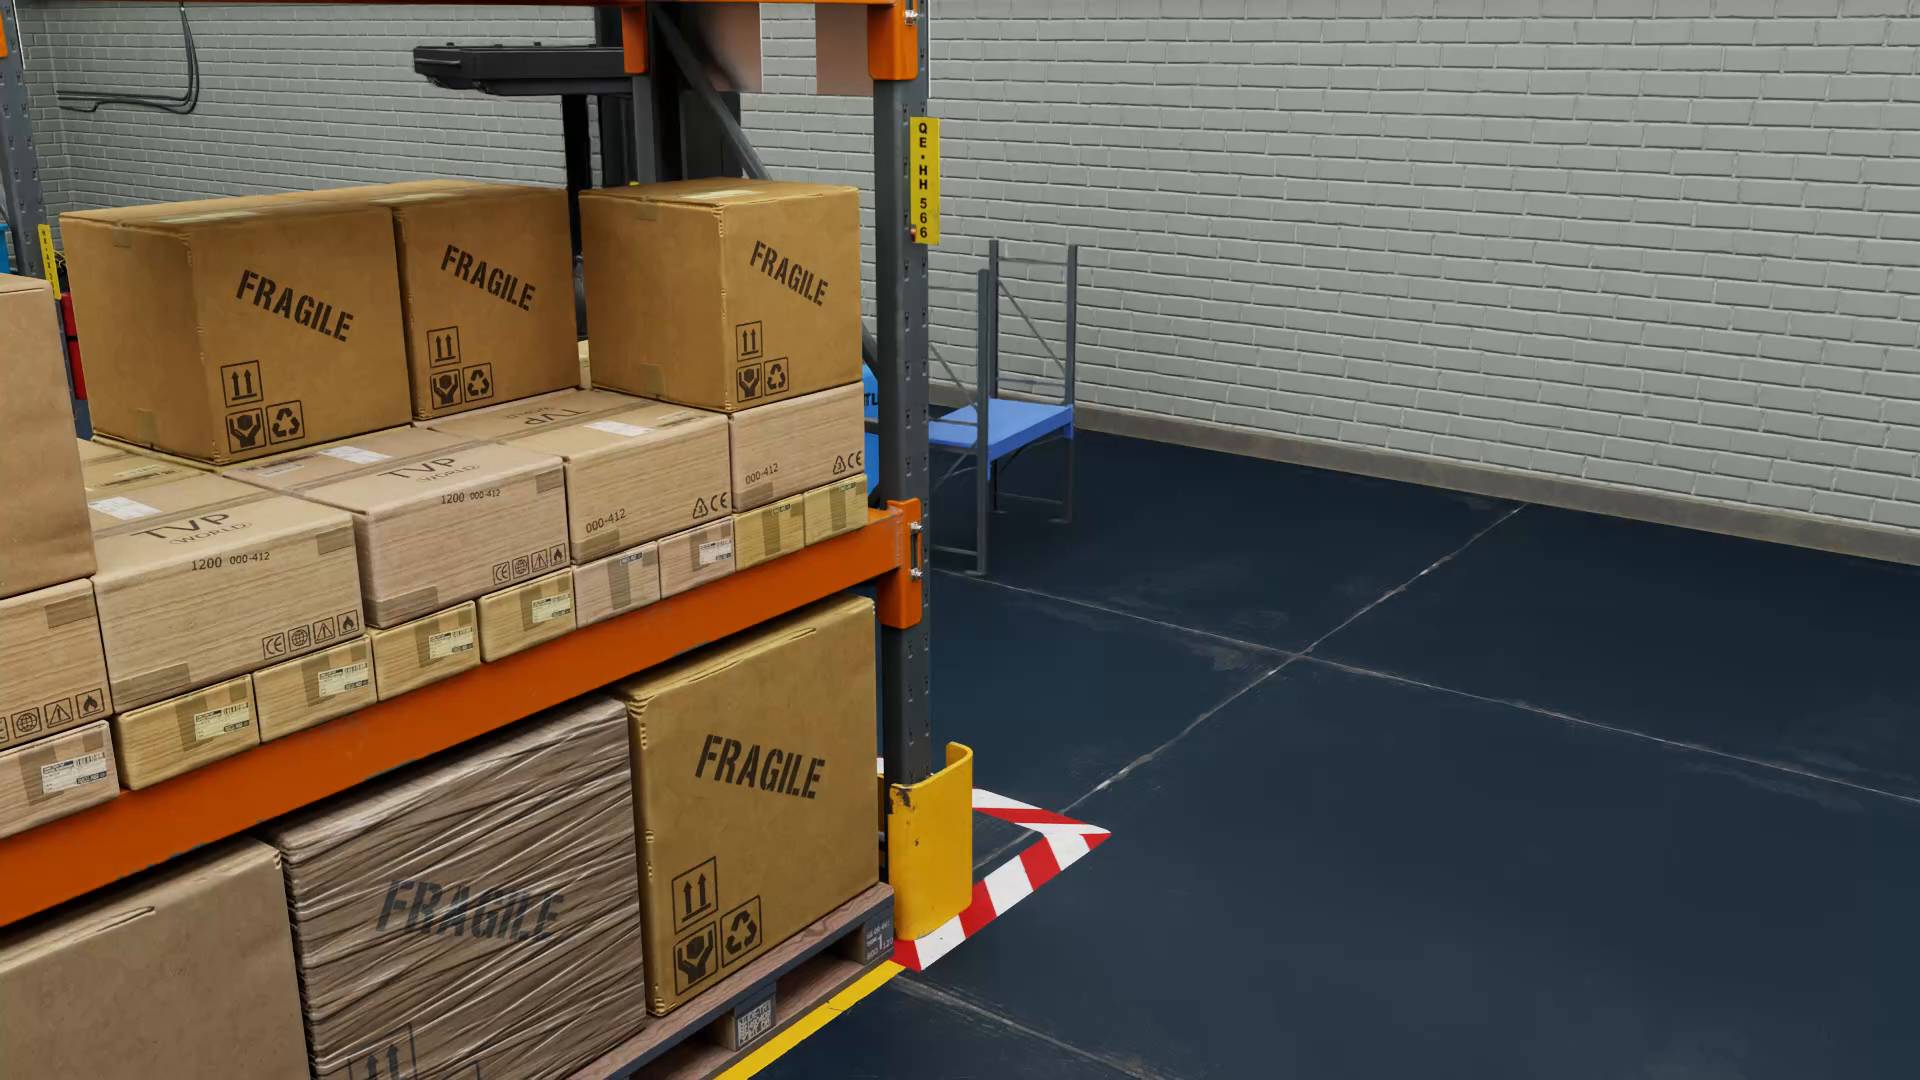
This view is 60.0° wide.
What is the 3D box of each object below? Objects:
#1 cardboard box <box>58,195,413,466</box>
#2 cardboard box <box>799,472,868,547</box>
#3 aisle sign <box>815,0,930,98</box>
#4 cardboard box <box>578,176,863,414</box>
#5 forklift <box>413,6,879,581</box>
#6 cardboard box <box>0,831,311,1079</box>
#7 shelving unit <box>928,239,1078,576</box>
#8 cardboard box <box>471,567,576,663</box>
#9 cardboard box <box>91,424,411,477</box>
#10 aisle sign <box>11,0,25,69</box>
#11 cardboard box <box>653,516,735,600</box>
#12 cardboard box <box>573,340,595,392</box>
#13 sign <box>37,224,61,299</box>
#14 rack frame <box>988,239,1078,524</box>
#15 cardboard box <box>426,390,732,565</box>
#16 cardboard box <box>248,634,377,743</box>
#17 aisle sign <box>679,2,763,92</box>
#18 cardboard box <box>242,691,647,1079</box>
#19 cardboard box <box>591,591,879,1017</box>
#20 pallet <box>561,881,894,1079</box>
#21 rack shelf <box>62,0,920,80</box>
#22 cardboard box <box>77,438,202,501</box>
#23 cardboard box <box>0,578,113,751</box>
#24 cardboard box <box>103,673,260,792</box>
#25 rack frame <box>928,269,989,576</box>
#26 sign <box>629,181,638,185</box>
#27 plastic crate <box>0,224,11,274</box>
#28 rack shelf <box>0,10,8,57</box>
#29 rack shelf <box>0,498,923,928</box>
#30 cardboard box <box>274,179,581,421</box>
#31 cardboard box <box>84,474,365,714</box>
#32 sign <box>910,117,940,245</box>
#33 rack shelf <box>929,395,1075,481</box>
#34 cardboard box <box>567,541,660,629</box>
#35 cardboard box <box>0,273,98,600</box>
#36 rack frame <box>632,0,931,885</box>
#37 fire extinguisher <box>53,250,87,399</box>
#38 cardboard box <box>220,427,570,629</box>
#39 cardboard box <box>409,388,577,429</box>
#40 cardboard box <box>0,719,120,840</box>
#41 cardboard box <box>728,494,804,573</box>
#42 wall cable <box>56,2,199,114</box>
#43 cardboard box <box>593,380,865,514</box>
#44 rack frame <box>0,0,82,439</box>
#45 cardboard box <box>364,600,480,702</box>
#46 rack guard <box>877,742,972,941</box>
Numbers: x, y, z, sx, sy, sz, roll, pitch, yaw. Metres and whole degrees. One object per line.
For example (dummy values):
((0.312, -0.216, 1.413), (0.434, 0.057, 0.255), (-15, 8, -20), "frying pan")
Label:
((-1.627, -0.495, 3.766), (0.500, 0.500, 0.500), (12, 21, 33), "cardboard box")
((-0.470, -0.113, 4.475), (0.380, 0.149, 0.250), (13, 21, 36), "cardboard box")
((-0.238, -1.582, 4.397), (0.394, 0.787, 0.004), (12, 21, 35), "aisle sign")
((-0.601, -0.642, 4.242), (0.500, 0.500, 0.500), (13, 21, 35), "cardboard box")
((-1.763, -1.126, 7.427), (3.031, 2.935, 1.130), (-10, 20, -28), "forklift")
((-1.912, 1.033, 3.234), (0.875, 0.875, 0.875), (12, 21, 35), "cardboard box")
((0.145, -0.709, 8.499), (0.538, 1.500, 1.048), (9, 19, 26), "shelving unit")
((-1.077, 0.130, 3.691), (0.380, 0.149, 0.250), (12, 21, 33), "cardboard box")
((-1.632, -0.136, 3.876), (0.500, 0.250, 0.500), (12, 21, 33), "cardboard box")
((-4.222, -2.458, 7.219), (0.394, 0.787, 0.004), (12, 21, 35), "aisle sign")
((-0.775, 0.009, 4.081), (0.380, 0.149, 0.250), (12, 21, 35), "cardboard box")
((-1.025, -0.380, 4.662), (0.500, 0.250, 0.500), (12, 21, 33), "cardboard box")
((-4.048, -1.236, 7.392), (0.100, 0.325, 0.005), (12, 21, 35), "sign")
((0.382, -0.843, 8.929), (0.500, 1.500, 0.032), (9, 19, 26), "rack frame")
((-0.901, -0.164, 3.965), (0.500, 0.250, 0.500), (12, 21, 34), "cardboard box")
((-1.381, 0.251, 3.302), (0.380, 0.149, 0.250), (13, 21, 36), "cardboard box")
((-0.720, -1.688, 4.738), (0.394, 0.787, 0.004), (12, 21, 35), "aisle sign")
((-1.381, 0.821, 3.916), (0.875, 0.875, 0.875), (12, 21, 35), "cardboard box")
((-0.839, 0.604, 4.614), (0.875, 0.875, 0.875), (12, 21, 35), "cardboard box")
((-0.936, 1.160, 4.654), (1.003, 0.211, 1.213), (12, 21, 35), "pallet")
((-1.714, -0.989, 3.026), (1.077, 0.370, 4.000), (12, 21, 35), "rack shelf")
((-1.938, -0.011, 3.473), (0.500, 0.250, 0.500), (12, 21, 34), "cardboard box")
((-1.811, 0.198, 2.799), (0.500, 0.250, 0.500), (13, 22, 36), "cardboard box")
((-1.535, 0.313, 3.101), (0.380, 0.149, 0.250), (12, 21, 33), "cardboard box")
((-0.092, -0.576, 8.070), (0.500, 1.500, 0.032), (9, 19, 26), "rack frame")
((-0.964, -0.927, 5.078), (0.100, 0.325, 0.005), (12, 21, 35), "sign")
((-4.549, -1.184, 7.339), (0.616, 0.435, 0.499), (12, 21, 35), "plastic crate")
((-5.692, -1.864, 5.844), (1.077, 0.370, 4.000), (12, 21, 35), "rack shelf")
((-1.714, 0.444, 3.471), (1.077, 0.370, 4.000), (12, 21, 35), "rack shelf")
((-1.323, -0.619, 4.167), (0.500, 0.500, 0.500), (12, 21, 33), "cardboard box")
((-1.511, 0.082, 3.172), (0.500, 0.250, 0.500), (12, 21, 35), "cardboard box")
((-0.095, -0.943, 4.372), (0.100, 0.325, 0.005), (12, 21, 35), "sign")
((0.145, -0.538, 8.553), (0.538, 0.185, 1.000), (9, 19, 26), "rack shelf")
((-0.924, 0.068, 3.891), (0.380, 0.149, 0.250), (13, 21, 36), "cardboard box")
((-1.809, -0.162, 2.694), (0.500, 0.500, 0.500), (12, 21, 33), "cardboard box")
((-0.522, -0.376, 4.898), (1.000, 3.000, 0.127), (12, 21, 35), "rack frame")
((-4.045, -0.992, 7.640), (0.296, 0.674, 0.183), (12, 21, 35), "fire extinguisher")
((-1.203, -0.043, 3.574), (0.500, 0.250, 0.500), (12, 21, 33), "cardboard box")
((-1.329, -0.255, 4.259), (0.500, 0.250, 0.500), (12, 21, 34), "cardboard box")
((-1.690, 0.376, 2.899), (0.380, 0.149, 0.250), (13, 21, 35), "cardboard box")
((-0.623, -0.051, 4.274), (0.380, 0.149, 0.250), (13, 21, 35), "cardboard box")
((-8.799, -5.668, 17.059), (3.097, 2.526, 0.112), (12, 21, 35), "wall cable")
((-0.598, -0.284, 4.353), (0.500, 0.250, 0.500), (12, 21, 34), "cardboard box")
((-4.500, -1.252, 7.716), (1.000, 3.000, 0.127), (12, 21, 35), "rack frame")
((-1.231, 0.192, 3.491), (0.380, 0.149, 0.250), (13, 21, 35), "cardboard box")
((-0.508, 0.812, 5.287), (1.175, 0.500, 0.348), (12, 21, 35), "rack guard")
